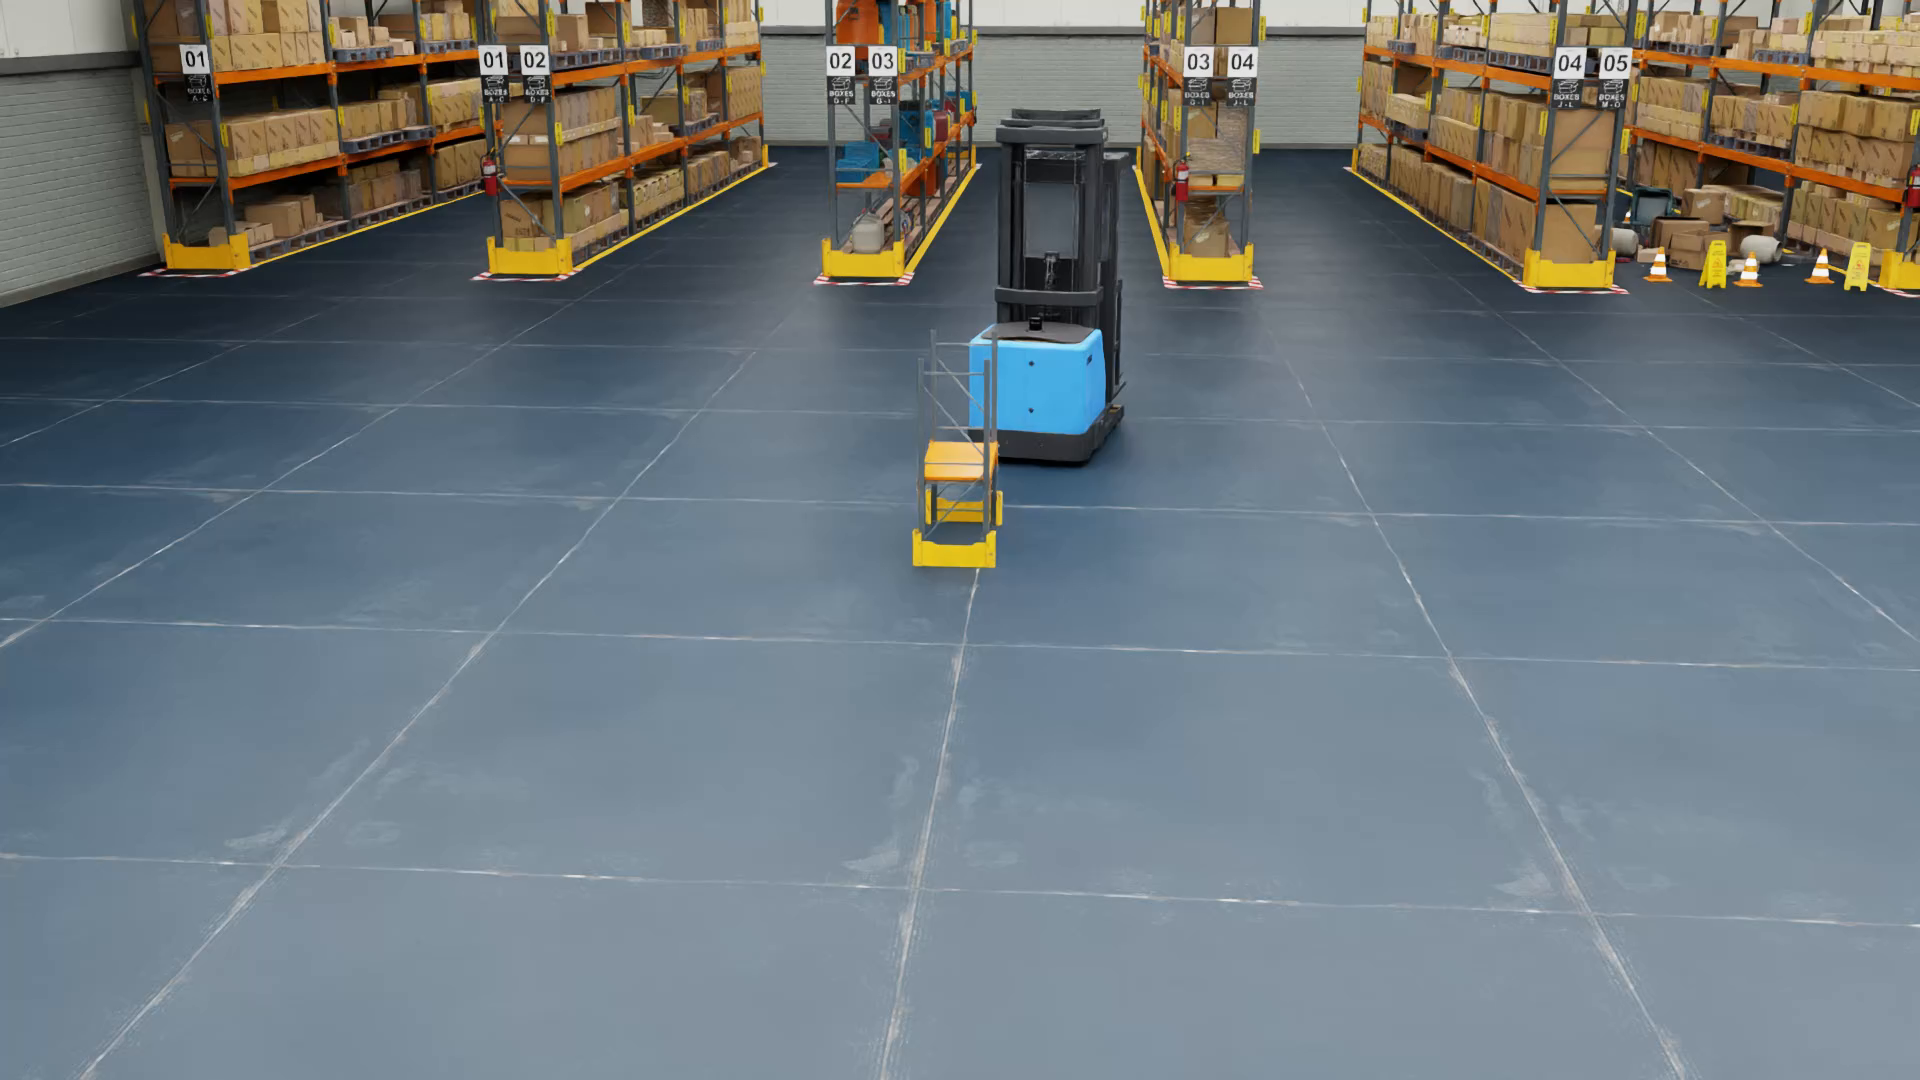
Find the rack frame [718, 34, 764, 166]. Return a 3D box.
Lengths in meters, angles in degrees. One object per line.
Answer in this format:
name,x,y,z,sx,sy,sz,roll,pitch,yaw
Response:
rack frame,-5.154,-10.345,39.178,1.000,3.000,0.127,1,18,4

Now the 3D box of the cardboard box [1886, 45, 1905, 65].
cardboard box,13.283,-6.749,23.148,0.500,0.250,0.500,1,18,3

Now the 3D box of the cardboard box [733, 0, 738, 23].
cardboard box,-5.237,-11.510,36.150,0.700,0.500,0.500,1,18,4

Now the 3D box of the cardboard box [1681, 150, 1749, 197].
cardboard box,14.170,-6.820,31.156,0.875,0.875,0.875,1,18,3

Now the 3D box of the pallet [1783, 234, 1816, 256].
pallet,13.738,-4.640,26.245,1.003,0.211,1.213,1,18,4

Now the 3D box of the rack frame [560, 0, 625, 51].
rack frame,-6.014,-9.469,26.869,1.000,3.000,0.127,1,18,4

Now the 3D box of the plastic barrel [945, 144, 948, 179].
plastic barrel,-0.556,-8.025,34.792,0.600,0.901,0.708,1,18,4

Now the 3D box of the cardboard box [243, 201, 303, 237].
cardboard box,-10.959,-5.123,26.549,0.700,0.500,0.500,0,18,0

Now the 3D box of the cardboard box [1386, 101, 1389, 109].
cardboard box,8.893,-8.848,33.859,0.380,0.149,0.250,2,18,5

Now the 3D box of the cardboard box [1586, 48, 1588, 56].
cardboard box,8.900,-6.821,23.173,0.380,0.149,0.250,1,18,4

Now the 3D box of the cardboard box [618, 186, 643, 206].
cardboard box,-5.736,-5.900,28.454,0.500,0.311,0.500,1,18,4

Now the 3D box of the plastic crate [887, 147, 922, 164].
plastic crate,-0.882,-6.086,26.418,0.499,0.251,0.616,1,18,4

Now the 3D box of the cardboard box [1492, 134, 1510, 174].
cardboard box,8.619,-5.874,25.291,0.875,0.550,0.550,1,18,4

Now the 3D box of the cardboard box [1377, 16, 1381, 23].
cardboard box,9.243,-11.267,35.972,0.380,0.149,0.250,2,18,6

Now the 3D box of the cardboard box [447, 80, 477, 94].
cardboard box,-10.243,-9.299,34.111,0.500,0.250,0.500,2,18,5

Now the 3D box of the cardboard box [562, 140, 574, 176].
cardboard box,-6.221,-5.731,24.936,0.700,0.500,0.500,2,18,5

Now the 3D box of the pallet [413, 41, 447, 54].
pallet,-10.675,-9.507,32.105,1.213,0.211,1.003,2,18,6

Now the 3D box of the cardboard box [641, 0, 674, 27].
cardboard box,-5.689,-9.944,31.370,0.500,0.500,0.500,1,18,4

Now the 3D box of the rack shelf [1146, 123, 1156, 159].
rack shelf,4.297,-7.918,32.924,1.077,0.370,4.000,1,18,4

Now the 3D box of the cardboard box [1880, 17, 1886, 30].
cardboard box,19.100,-10.603,34.106,0.500,0.250,0.500,1,18,3

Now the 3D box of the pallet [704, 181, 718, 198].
pallet,-5.546,-7.144,33.887,1.003,0.211,1.213,1,18,4

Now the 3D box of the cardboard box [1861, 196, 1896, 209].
cardboard box,13.221,-4.860,23.933,0.380,0.149,0.250,2,18,6

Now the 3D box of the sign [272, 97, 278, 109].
sign,-11.509,-7.289,27.992,0.100,0.325,0.005,1,18,4

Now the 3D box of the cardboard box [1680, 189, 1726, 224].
cardboard box,11.974,-5.377,26.814,0.500,0.500,0.500,1,18,4

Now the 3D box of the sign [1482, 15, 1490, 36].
sign,8.265,-8.084,26.123,0.100,0.325,0.005,1,18,4

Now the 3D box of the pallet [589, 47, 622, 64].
pallet,-6.049,-7.736,26.540,1.003,0.211,1.213,1,18,4

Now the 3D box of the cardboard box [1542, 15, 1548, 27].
cardboard box,8.225,-7.133,22.846,0.380,0.149,0.250,1,18,4

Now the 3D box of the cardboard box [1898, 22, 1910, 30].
cardboard box,18.817,-10.161,32.890,0.380,0.149,0.250,2,18,6

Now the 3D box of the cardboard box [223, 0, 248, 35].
cardboard box,-10.885,-7.712,24.525,0.500,0.500,0.500,1,18,3

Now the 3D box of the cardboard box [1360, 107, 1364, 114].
cardboard box,9.317,-9.768,37.820,0.380,0.149,0.250,1,18,3

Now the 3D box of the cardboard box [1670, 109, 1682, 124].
cardboard box,13.869,-8.058,31.636,0.500,0.250,0.500,1,18,2

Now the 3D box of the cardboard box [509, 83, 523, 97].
cardboard box,-10.268,-9.749,36.878,0.980,0.700,0.700,1,18,3

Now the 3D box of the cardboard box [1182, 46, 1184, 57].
cardboard box,3.289,-6.790,23.112,0.380,0.149,0.250,1,18,4

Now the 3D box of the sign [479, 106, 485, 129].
sign,-6.841,-6.055,23.845,0.100,0.325,0.005,1,18,4

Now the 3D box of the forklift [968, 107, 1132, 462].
forklift,0.943,-2.485,15.298,1.130,2.935,3.031,5,19,14

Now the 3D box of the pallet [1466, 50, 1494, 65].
pallet,8.823,-7.874,27.126,0.805,0.209,1.217,1,18,2

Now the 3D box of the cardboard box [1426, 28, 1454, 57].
cardboard box,8.881,-9.152,30.559,0.500,0.500,0.500,1,18,4

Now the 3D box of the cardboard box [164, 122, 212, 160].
cardboard box,-11.420,-5.931,24.711,0.500,0.500,0.500,1,18,3

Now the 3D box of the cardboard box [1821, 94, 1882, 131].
cardboard box,13.382,-6.393,24.873,0.700,0.500,0.500,1,18,3

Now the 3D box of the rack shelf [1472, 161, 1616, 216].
rack shelf,8.663,-5.291,24.908,1.077,0.370,4.000,1,18,4

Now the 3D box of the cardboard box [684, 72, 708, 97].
cardboard box,-5.662,-9.788,35.712,0.500,0.500,0.500,1,18,4

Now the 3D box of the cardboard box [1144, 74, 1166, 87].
cardboard box,4.356,-10.090,36.957,0.500,0.500,0.500,1,18,2

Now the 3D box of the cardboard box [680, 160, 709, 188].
cardboard box,-5.336,-7.335,33.299,0.500,0.500,0.500,1,18,3

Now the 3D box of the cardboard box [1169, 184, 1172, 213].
cardboard box,4.025,-5.929,29.007,0.700,0.500,0.500,0,18,-1

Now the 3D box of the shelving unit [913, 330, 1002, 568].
shelving unit,-0.005,-0.689,12.117,0.587,1.500,1.083,1,18,4

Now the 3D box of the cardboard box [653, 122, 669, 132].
cardboard box,-5.797,-7.706,31.267,0.500,0.311,0.500,2,18,7

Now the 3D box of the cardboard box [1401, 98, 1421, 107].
cardboard box,8.786,-8.504,32.332,0.380,0.149,0.250,2,18,6

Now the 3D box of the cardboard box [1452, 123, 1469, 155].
cardboard box,8.650,-6.783,28.147,0.500,0.500,0.500,1,18,4

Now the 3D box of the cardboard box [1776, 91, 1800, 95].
cardboard box,14.202,-7.599,28.443,0.380,0.149,0.250,0,18,1

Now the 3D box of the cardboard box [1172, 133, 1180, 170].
cardboard box,3.563,-5.671,24.273,0.875,0.500,0.500,1,18,4

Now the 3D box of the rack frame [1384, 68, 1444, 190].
rack frame,9.380,-8.738,34.274,1.000,3.000,0.127,1,18,4

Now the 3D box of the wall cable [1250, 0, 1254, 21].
wall cable,8.570,-16.182,42.189,2.277,5.999,0.120,1,18,4

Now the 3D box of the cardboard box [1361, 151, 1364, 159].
cardboard box,9.297,-8.726,37.663,0.380,0.149,0.250,1,18,4

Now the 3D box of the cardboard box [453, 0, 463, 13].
cardboard box,-10.575,-10.980,34.227,0.500,0.250,0.500,3,18,8

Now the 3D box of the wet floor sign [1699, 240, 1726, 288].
wet floor sign,10.493,-3.839,23.104,0.267,0.644,0.232,-2,18,-6

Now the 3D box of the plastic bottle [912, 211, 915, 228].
plastic bottle,-0.779,-5.268,27.338,0.061,0.283,0.133,2,18,7
